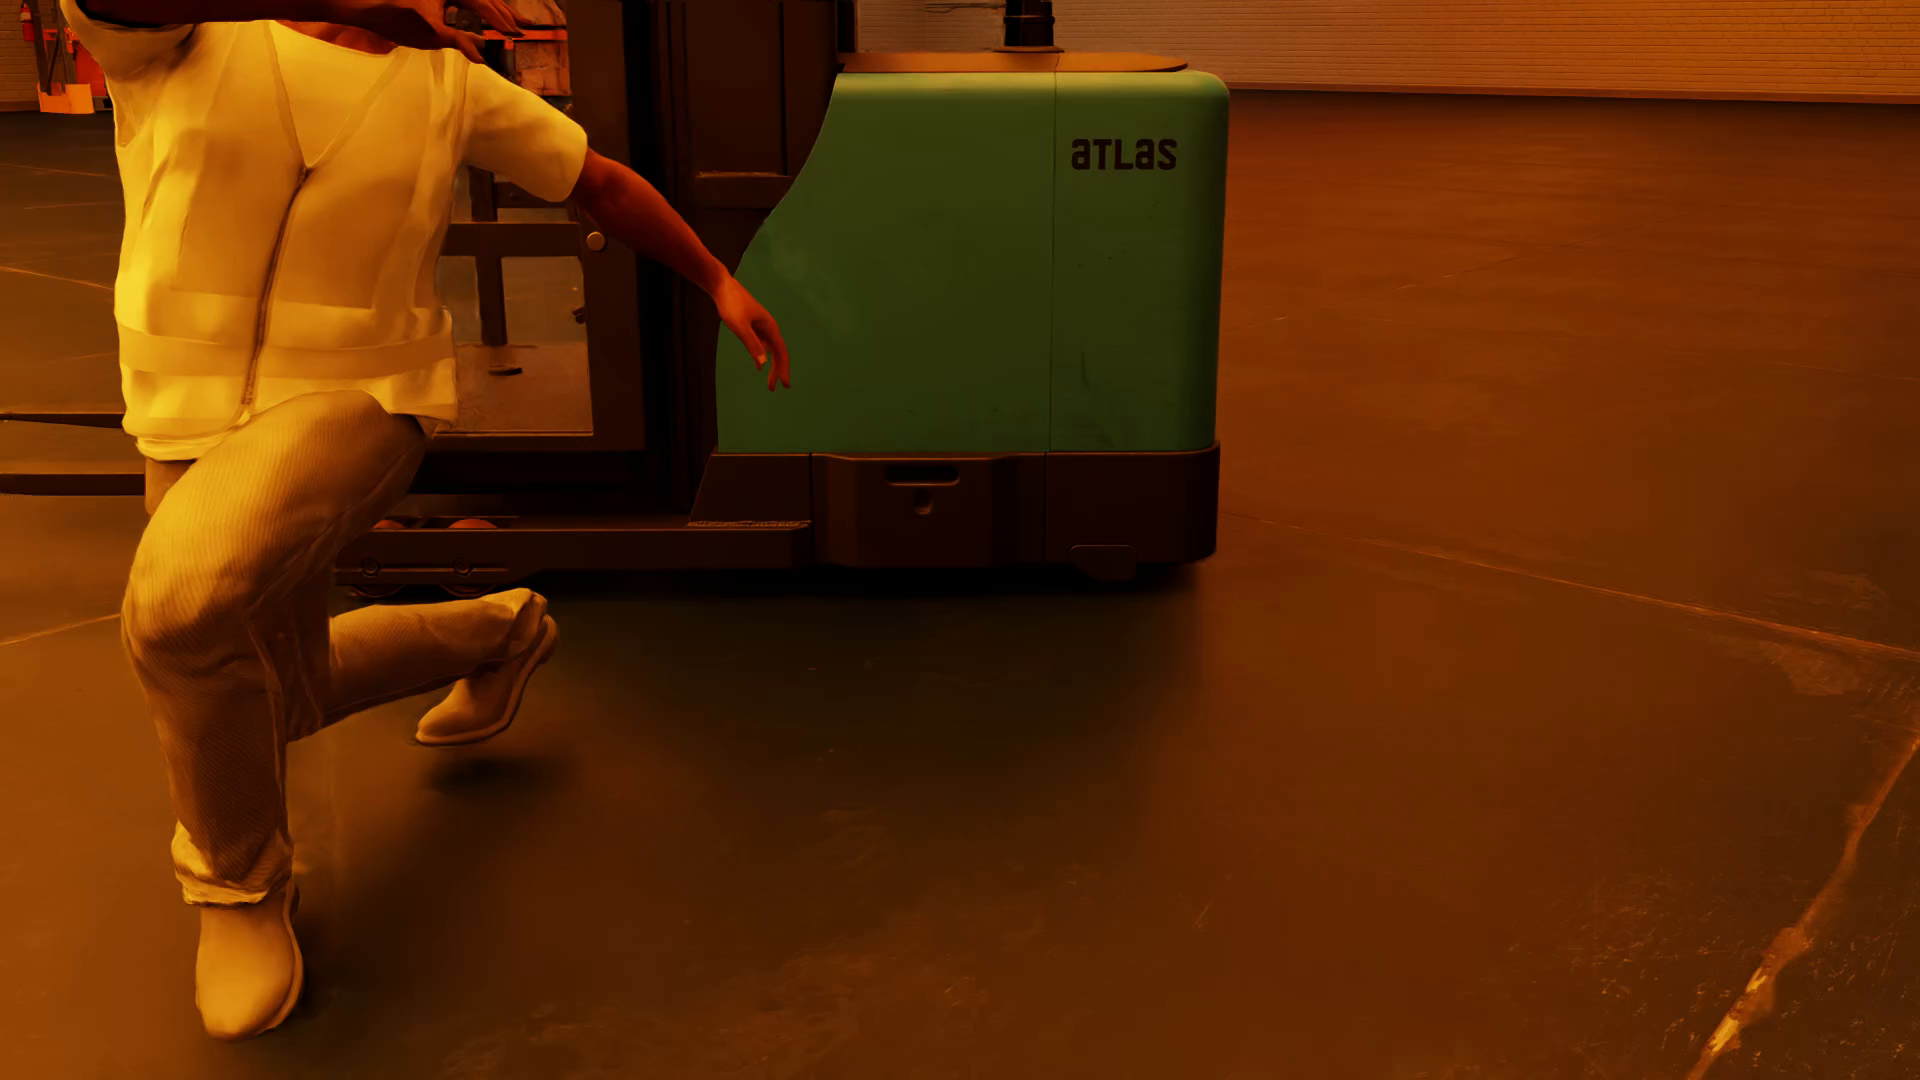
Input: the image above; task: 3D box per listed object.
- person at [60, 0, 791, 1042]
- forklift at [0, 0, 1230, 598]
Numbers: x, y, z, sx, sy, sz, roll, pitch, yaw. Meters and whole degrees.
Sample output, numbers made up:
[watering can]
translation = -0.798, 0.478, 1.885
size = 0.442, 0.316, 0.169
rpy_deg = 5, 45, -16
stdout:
[person]
translation = -0.689, -0.240, 2.228
size = 0.839, 1.502, 0.973
rpy_deg = 0, 17, 1
[forklift]
translation = -0.962, -1.433, 3.617
size = 3.031, 2.935, 1.130
rpy_deg = 0, 17, -1
